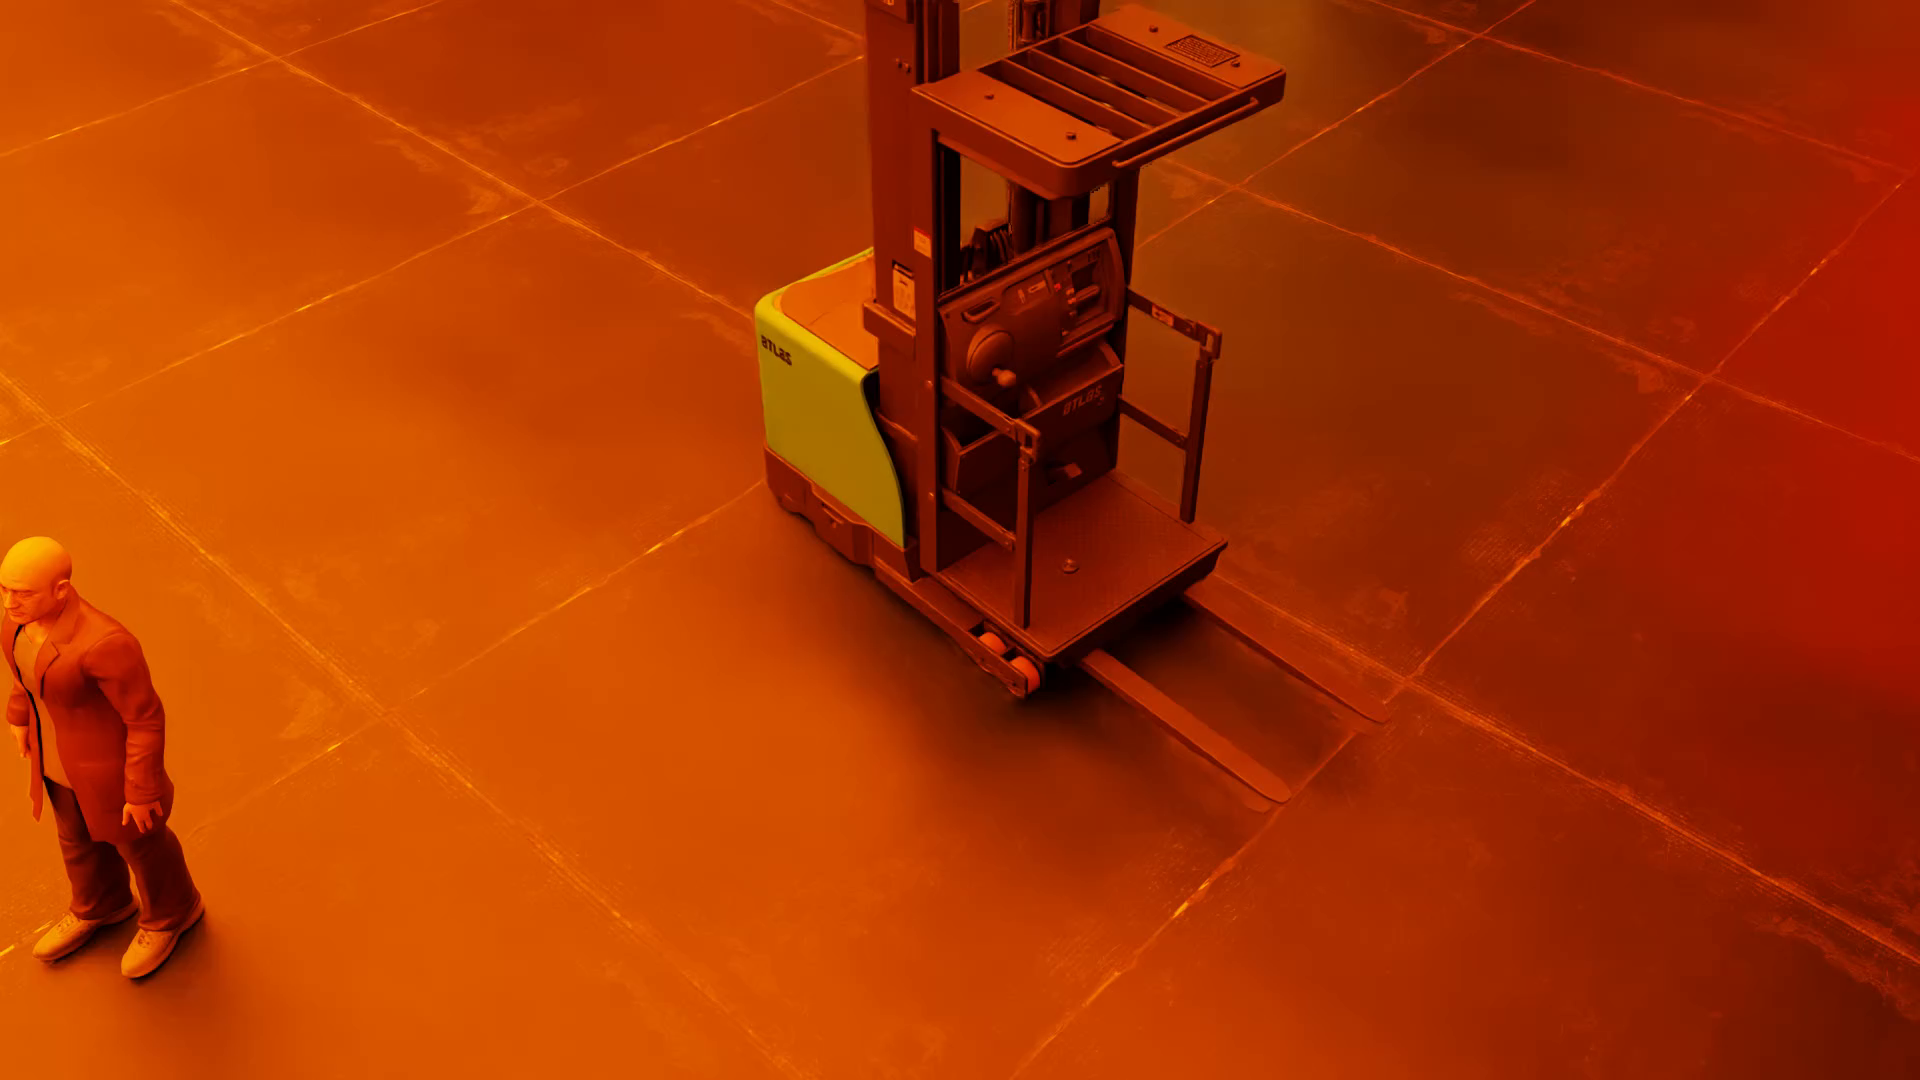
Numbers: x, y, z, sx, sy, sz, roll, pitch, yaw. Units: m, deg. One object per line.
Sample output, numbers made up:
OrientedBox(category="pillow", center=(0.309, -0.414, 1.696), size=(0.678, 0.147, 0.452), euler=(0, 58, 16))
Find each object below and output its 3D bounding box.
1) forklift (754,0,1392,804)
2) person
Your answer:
OrientedBox(category="forklift", center=(0.439, -0.839, 6.406), size=(1.130, 2.935, 3.031), euler=(-30, 49, -30))
OrientedBox(category="person", center=(-2.889, 0.768, 5.418), size=(0.695, 1.763, 0.582), euler=(22, 45, 23))
